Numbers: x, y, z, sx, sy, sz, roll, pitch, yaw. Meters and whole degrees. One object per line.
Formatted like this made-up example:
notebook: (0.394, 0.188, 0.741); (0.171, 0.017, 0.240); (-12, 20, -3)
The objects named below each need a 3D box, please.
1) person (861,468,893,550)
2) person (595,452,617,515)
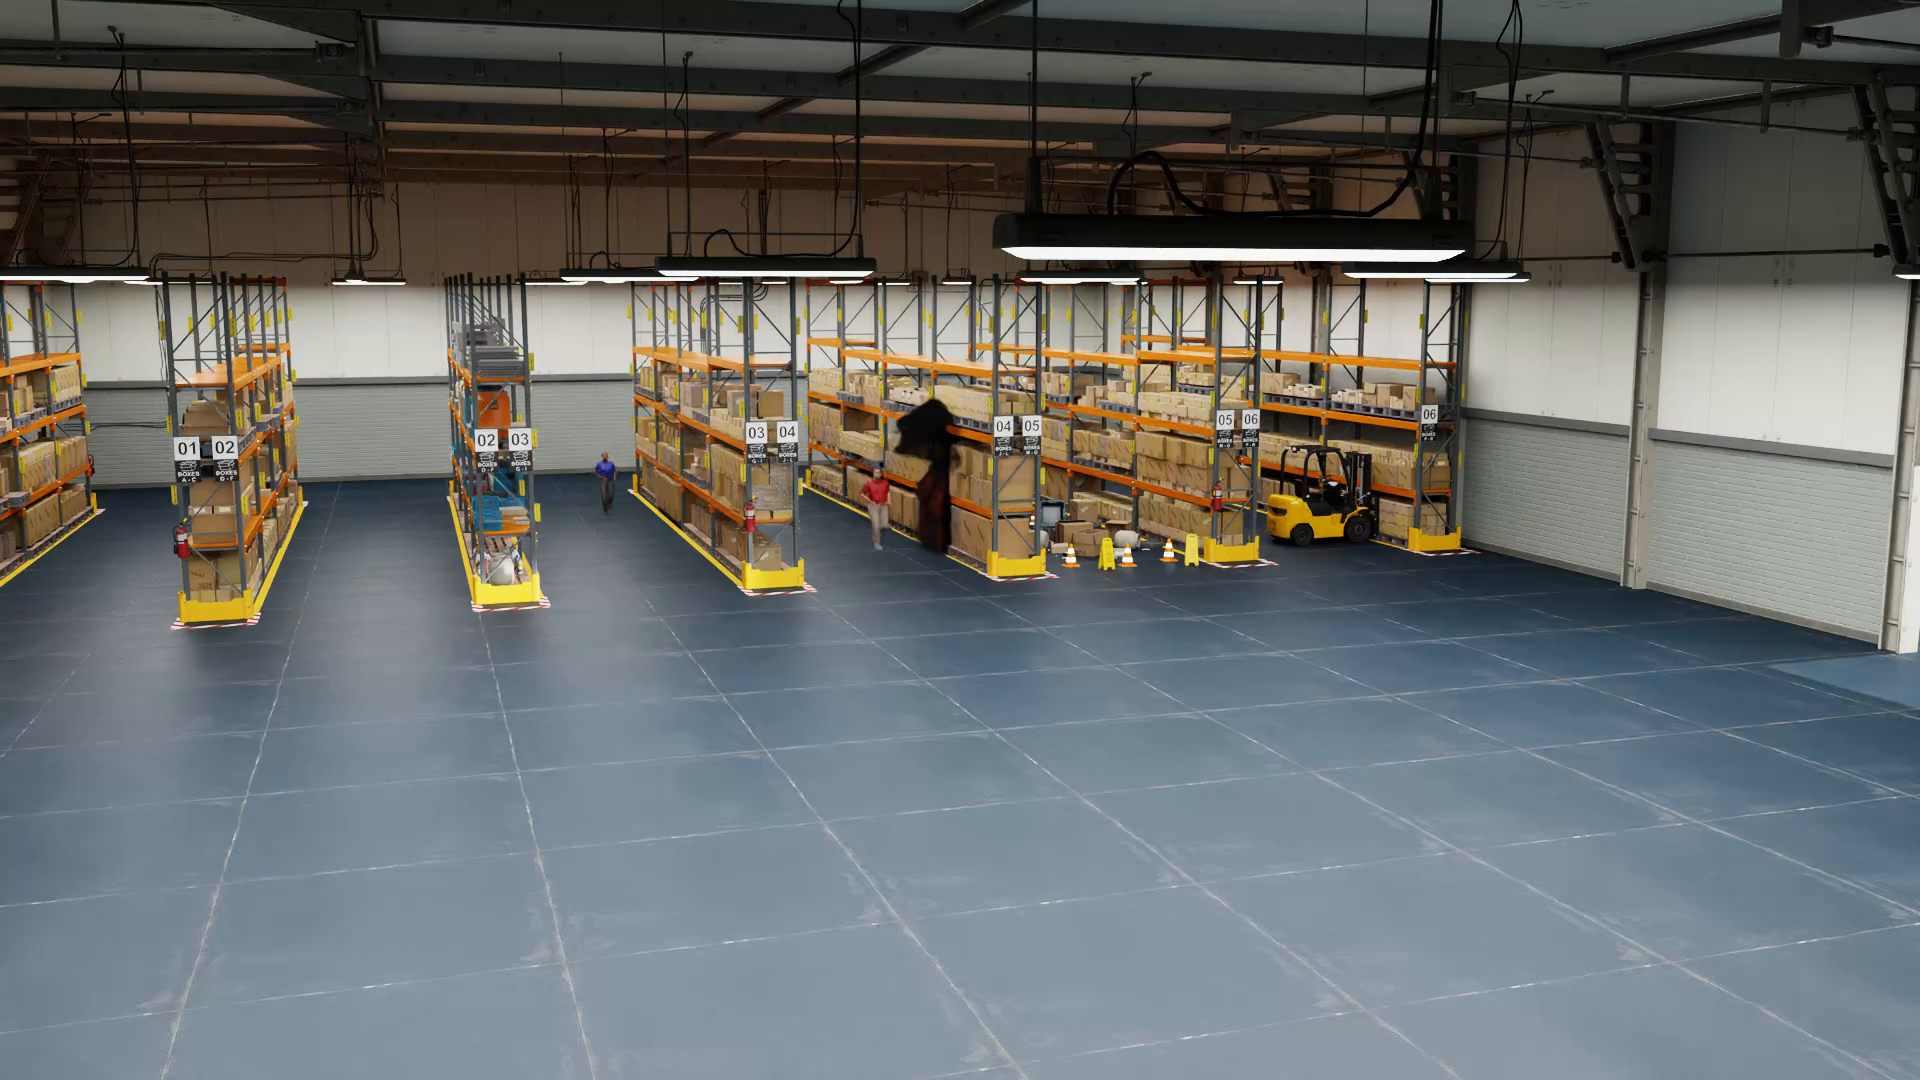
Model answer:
person: (-1.746, -0.664, 35.012); (0.665, 1.700, 0.603); (-4, 9, -24)
person: (-8.977, -1.435, 42.259); (0.569, 1.617, 0.554); (-3, 9, -19)
